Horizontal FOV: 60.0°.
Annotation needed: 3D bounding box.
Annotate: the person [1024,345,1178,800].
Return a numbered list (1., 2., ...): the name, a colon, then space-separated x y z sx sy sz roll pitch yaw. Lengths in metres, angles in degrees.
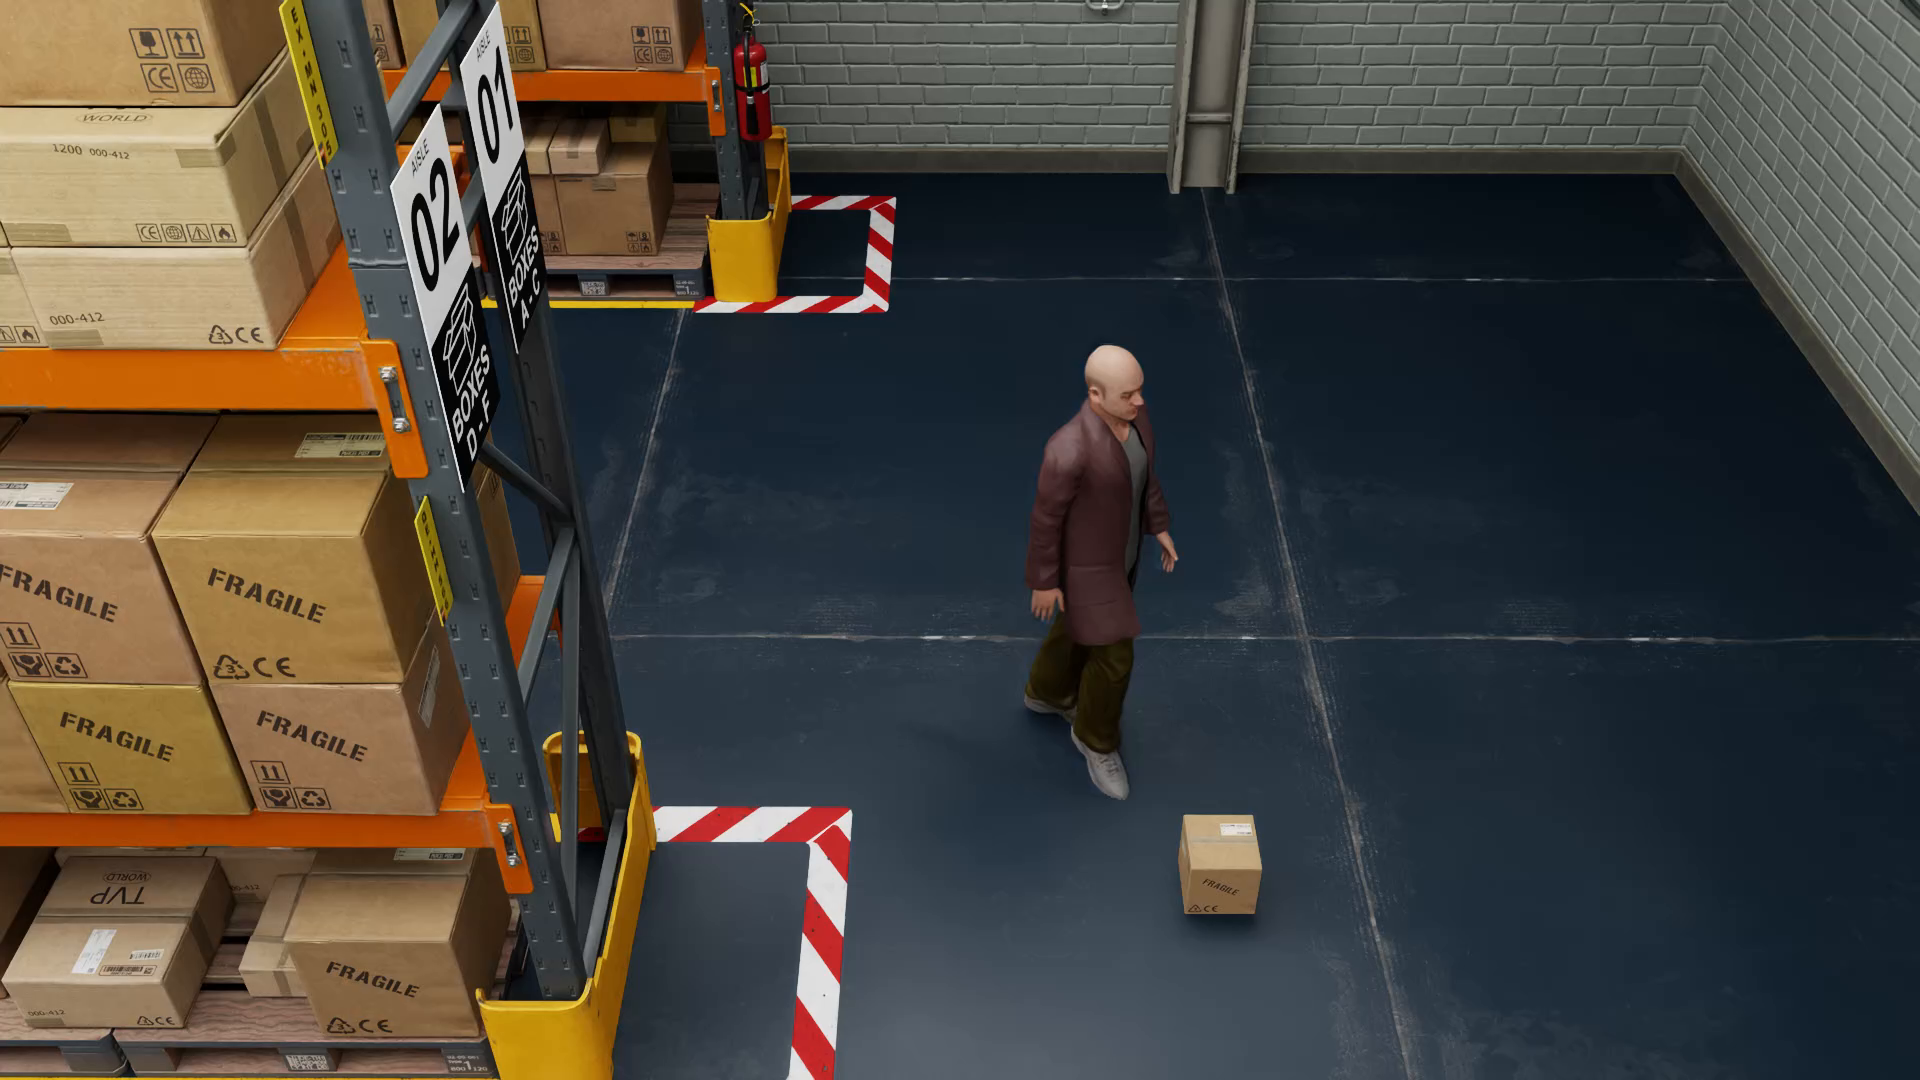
1. person: 0.504 0.127 6.099 0.575 1.723 0.616 20 43 23
